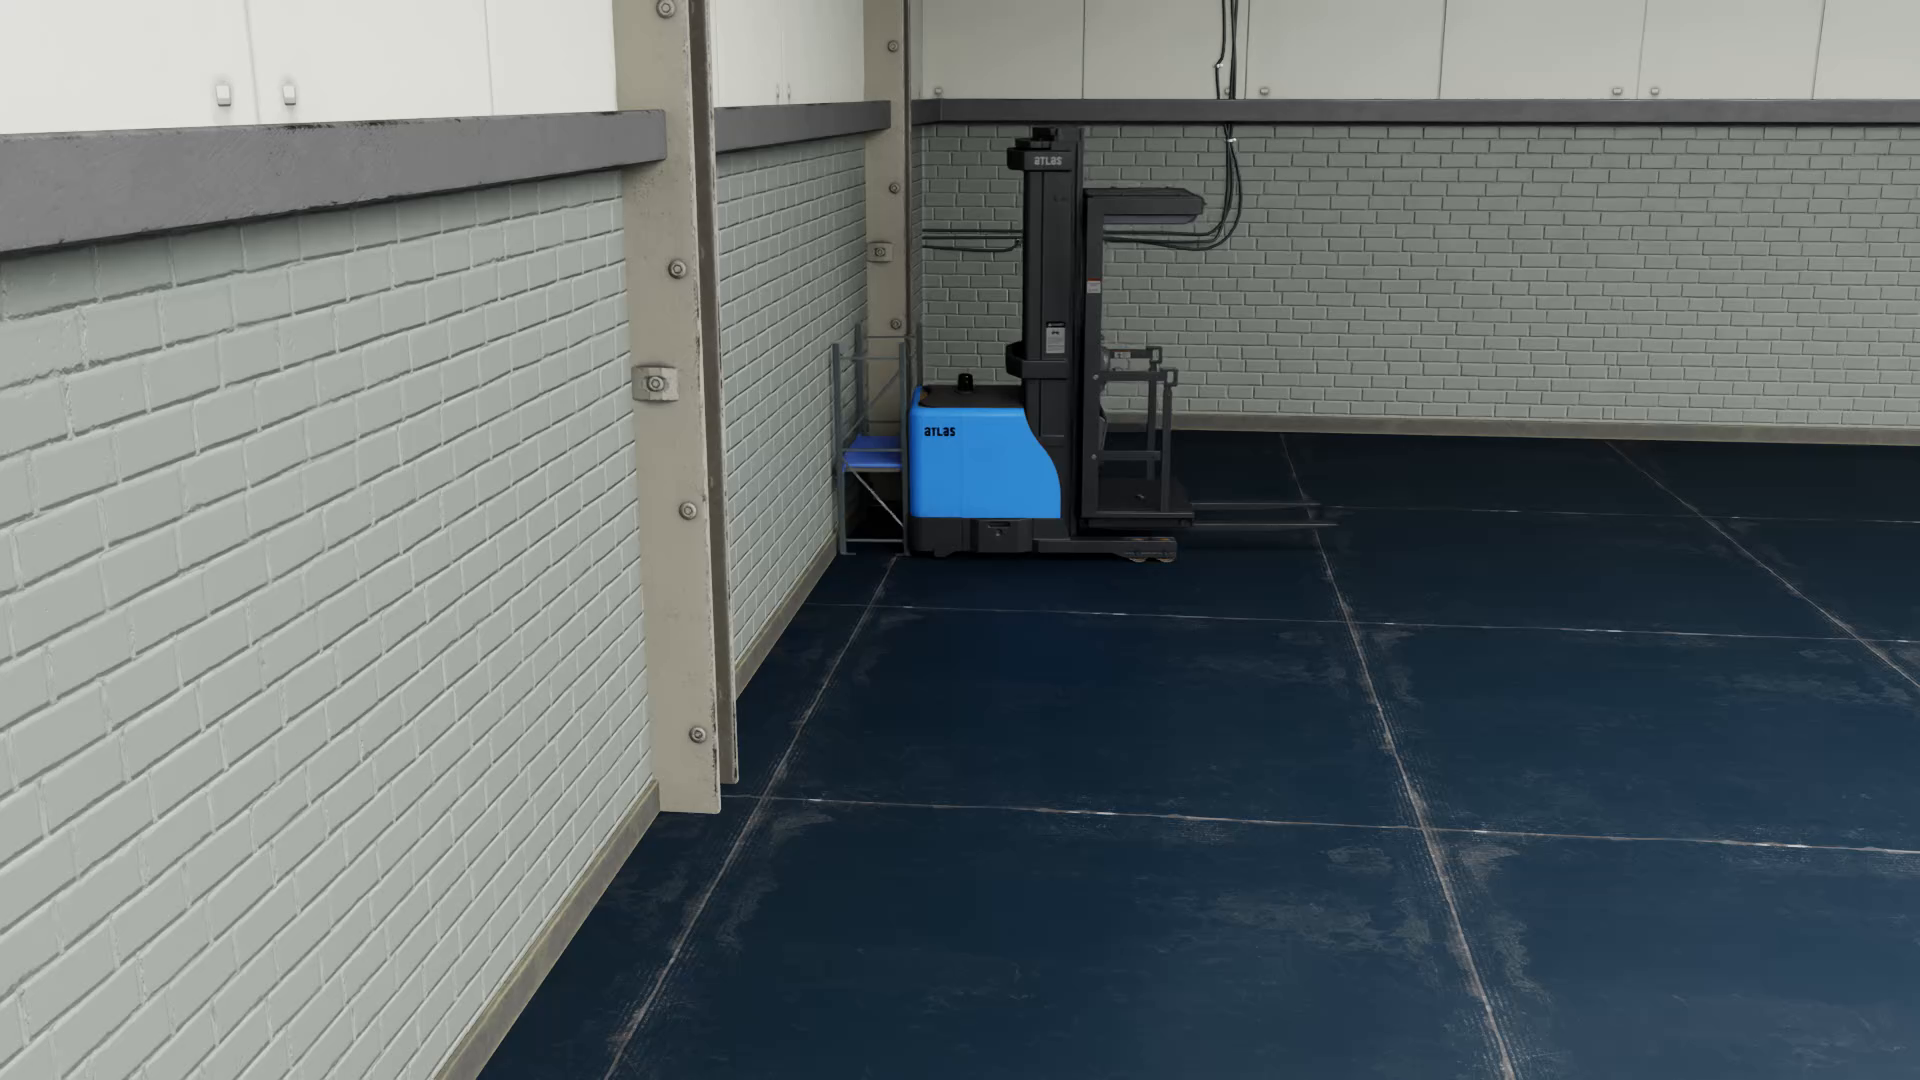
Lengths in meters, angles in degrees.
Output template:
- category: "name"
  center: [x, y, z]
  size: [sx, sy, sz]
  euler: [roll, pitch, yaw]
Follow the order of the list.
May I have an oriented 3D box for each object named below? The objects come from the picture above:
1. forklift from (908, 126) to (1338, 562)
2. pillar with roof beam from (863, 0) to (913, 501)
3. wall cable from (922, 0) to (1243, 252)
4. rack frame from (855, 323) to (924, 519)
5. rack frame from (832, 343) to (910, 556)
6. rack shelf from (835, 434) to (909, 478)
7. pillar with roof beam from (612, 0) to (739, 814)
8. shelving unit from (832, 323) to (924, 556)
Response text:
- category: "forklift"
  center: [1.154, -1.399, 11.719]
  size: [3.031, 2.935, 1.130]
  euler: [0, 15, 1]
- category: "pillar with roof beam"
  center: [3.724, -4.585, 11.879]
  size: [9.100, 9.000, 0.400]
  euler: [2, 15, 6]
- category: "wall cable"
  center: [1.093, -3.938, 15.435]
  size: [3.097, 2.526, 0.112]
  euler: [2, 15, 6]
- category: "rack frame"
  center: [-0.519, -0.887, 12.540]
  size: [0.500, 1.500, 0.032]
  euler: [1, 15, 5]
- category: "rack frame"
  center: [-0.612, -0.621, 11.563]
  size: [0.500, 1.500, 0.032]
  euler: [1, 15, 5]
- category: "rack shelf"
  center: [-0.563, -0.580, 12.098]
  size: [0.538, 0.185, 1.000]
  euler: [1, 15, 5]
- category: "pillar with roof beam"
  center: [3.047, -3.029, 6.124]
  size: [9.100, 9.000, 0.400]
  euler: [2, 15, 6]
- category: "shelving unit"
  center: [-0.566, -0.754, 12.051]
  size: [0.538, 1.500, 1.048]
  euler: [1, 15, 5]
